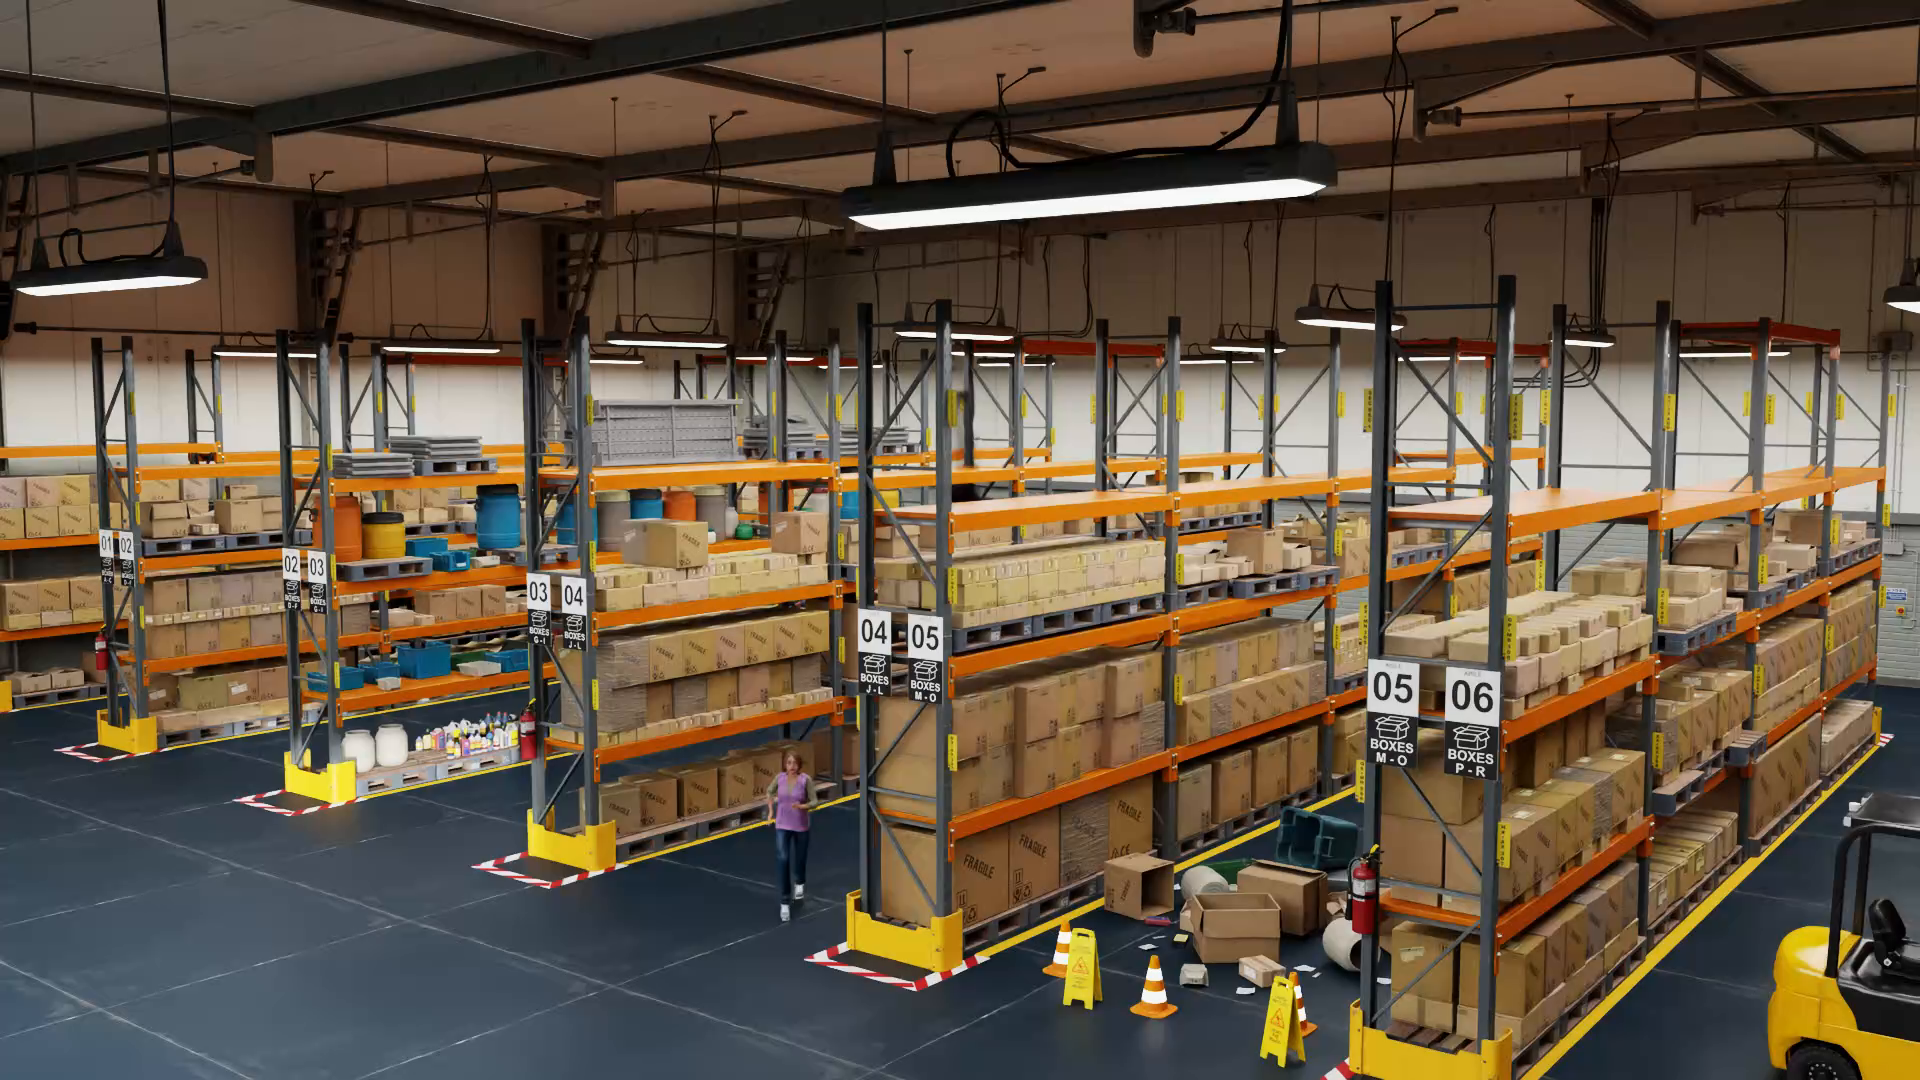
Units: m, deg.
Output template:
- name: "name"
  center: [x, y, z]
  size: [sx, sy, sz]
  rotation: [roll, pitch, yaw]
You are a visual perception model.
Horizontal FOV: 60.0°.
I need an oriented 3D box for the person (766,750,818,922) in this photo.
- name: "person"
  center: [-1.680, 2.908, 16.646]
  size: [0.516, 1.635, 0.750]
  rotation: [0, 5, -5]
